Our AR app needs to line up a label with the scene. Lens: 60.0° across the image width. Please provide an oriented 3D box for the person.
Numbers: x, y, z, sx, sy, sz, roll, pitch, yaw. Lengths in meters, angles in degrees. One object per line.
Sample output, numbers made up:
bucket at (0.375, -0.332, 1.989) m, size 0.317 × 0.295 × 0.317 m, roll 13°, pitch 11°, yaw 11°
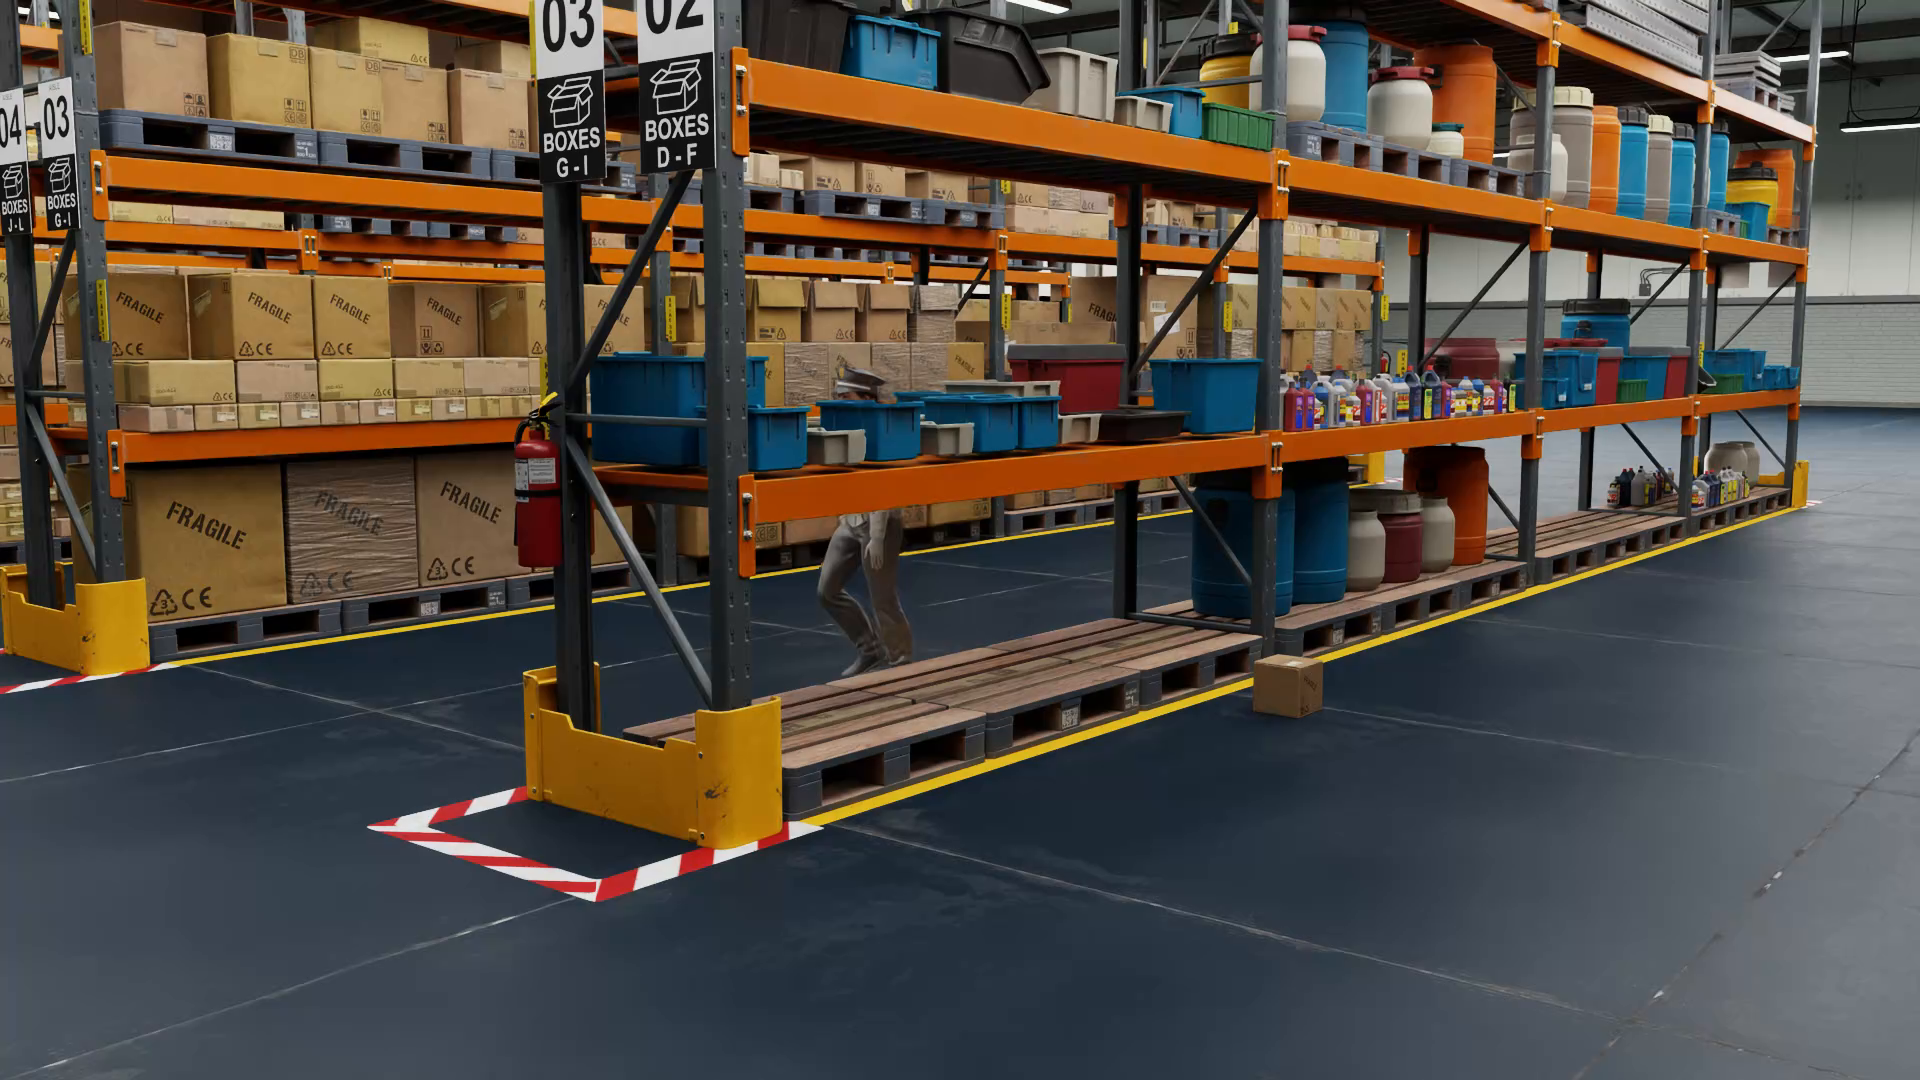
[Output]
person at (-0.451, -0.050, 8.444) m, size 0.483 × 1.662 × 0.509 m, roll -3°, pitch 8°, yaw -25°
